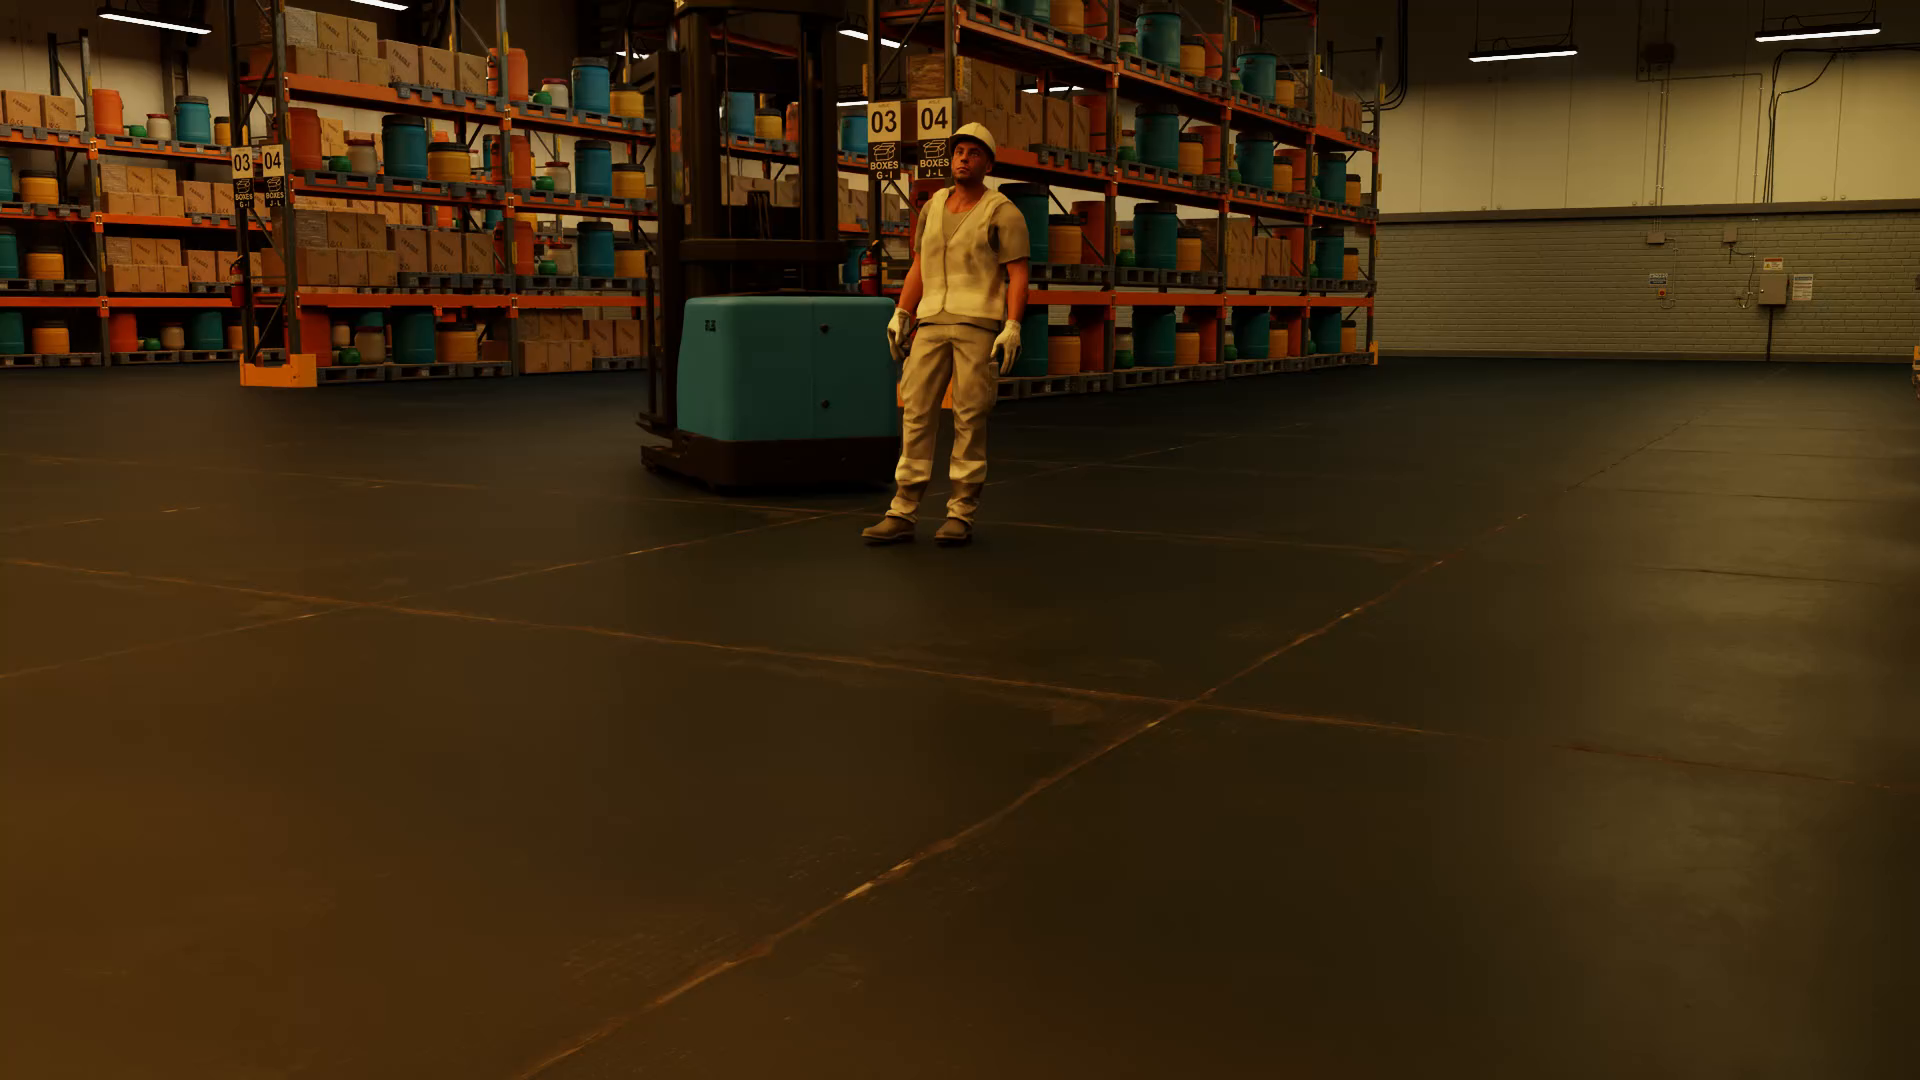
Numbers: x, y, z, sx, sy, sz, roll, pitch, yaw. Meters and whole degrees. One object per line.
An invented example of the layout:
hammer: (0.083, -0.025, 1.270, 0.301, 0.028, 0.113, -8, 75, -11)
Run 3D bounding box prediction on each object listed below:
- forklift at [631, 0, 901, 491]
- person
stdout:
forklift: (-1.370, -1.884, 10.244, 1.130, 2.935, 3.031, -3, 9, -23)
person: (-0.049, -0.885, 7.127, 0.638, 1.787, 0.564, 4, 9, 29)
